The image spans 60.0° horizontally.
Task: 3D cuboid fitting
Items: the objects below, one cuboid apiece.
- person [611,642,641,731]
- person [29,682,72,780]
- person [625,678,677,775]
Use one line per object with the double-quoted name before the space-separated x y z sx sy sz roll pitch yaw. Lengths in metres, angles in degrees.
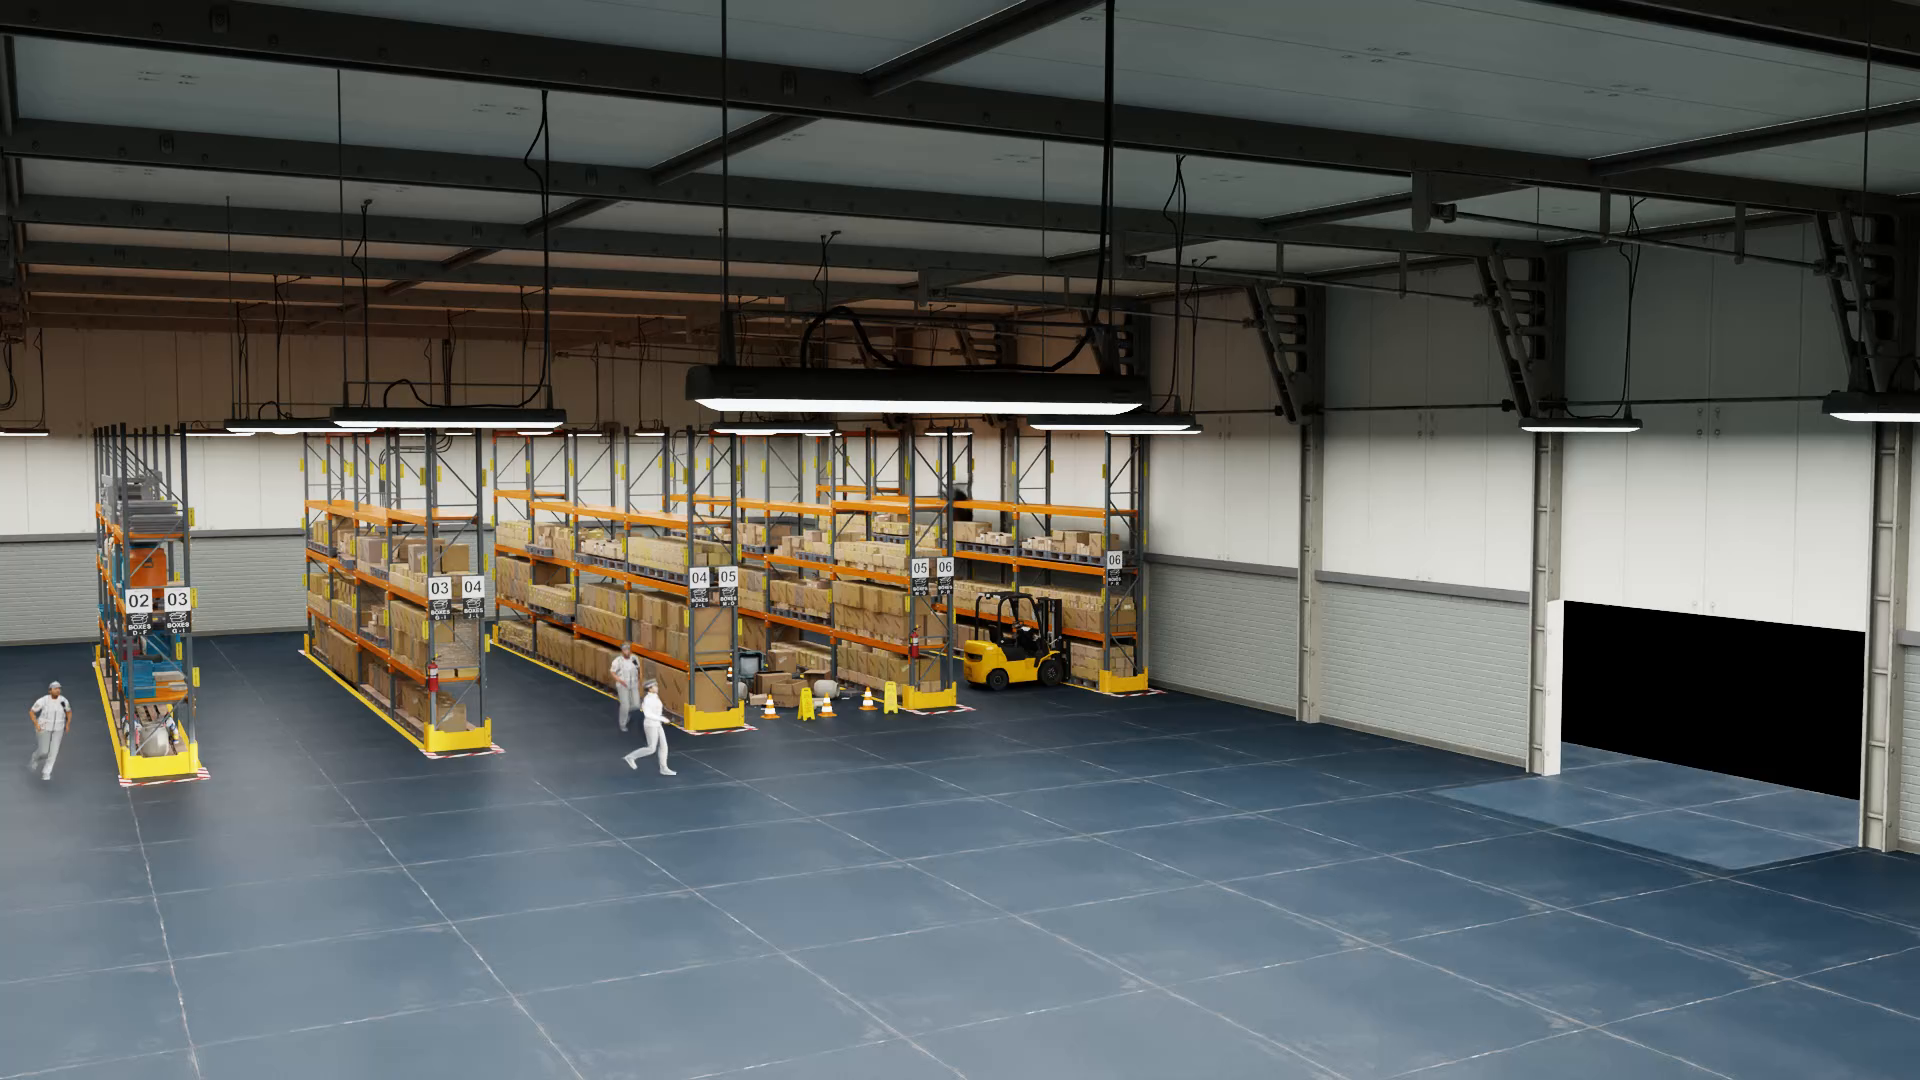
"person" -6.558 2.874 32.785 0.663 1.759 0.663 -2 4 -33
"person" -15.406 3.214 28.232 0.654 1.602 0.665 -3 5 -43
"person" -5.257 3.174 28.253 0.865 1.679 0.628 0 3 0
